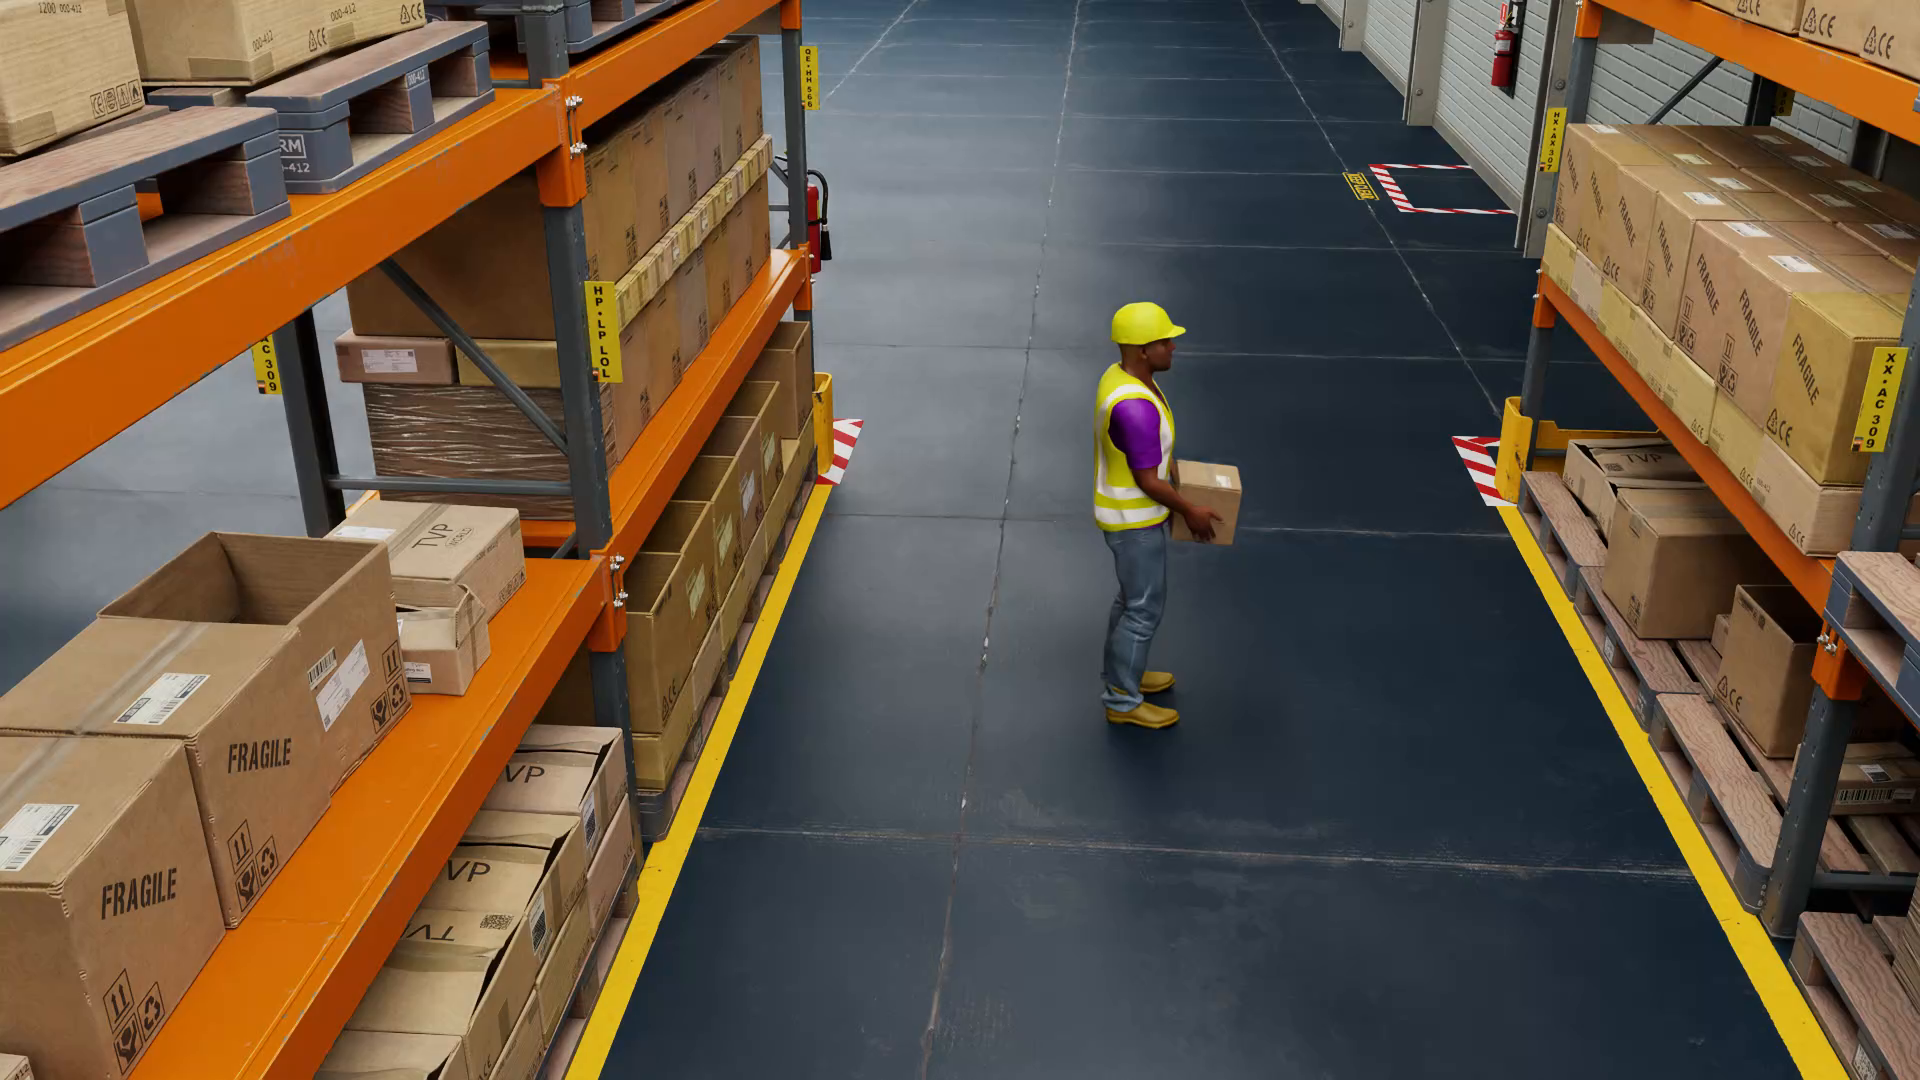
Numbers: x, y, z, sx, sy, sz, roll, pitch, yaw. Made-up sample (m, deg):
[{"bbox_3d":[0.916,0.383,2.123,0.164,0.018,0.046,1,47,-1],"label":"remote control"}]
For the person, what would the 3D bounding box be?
[{"bbox_3d":[0.797,-0.105,6.805,0.532,1.769,0.547,2,24,4],"label":"person"}]
